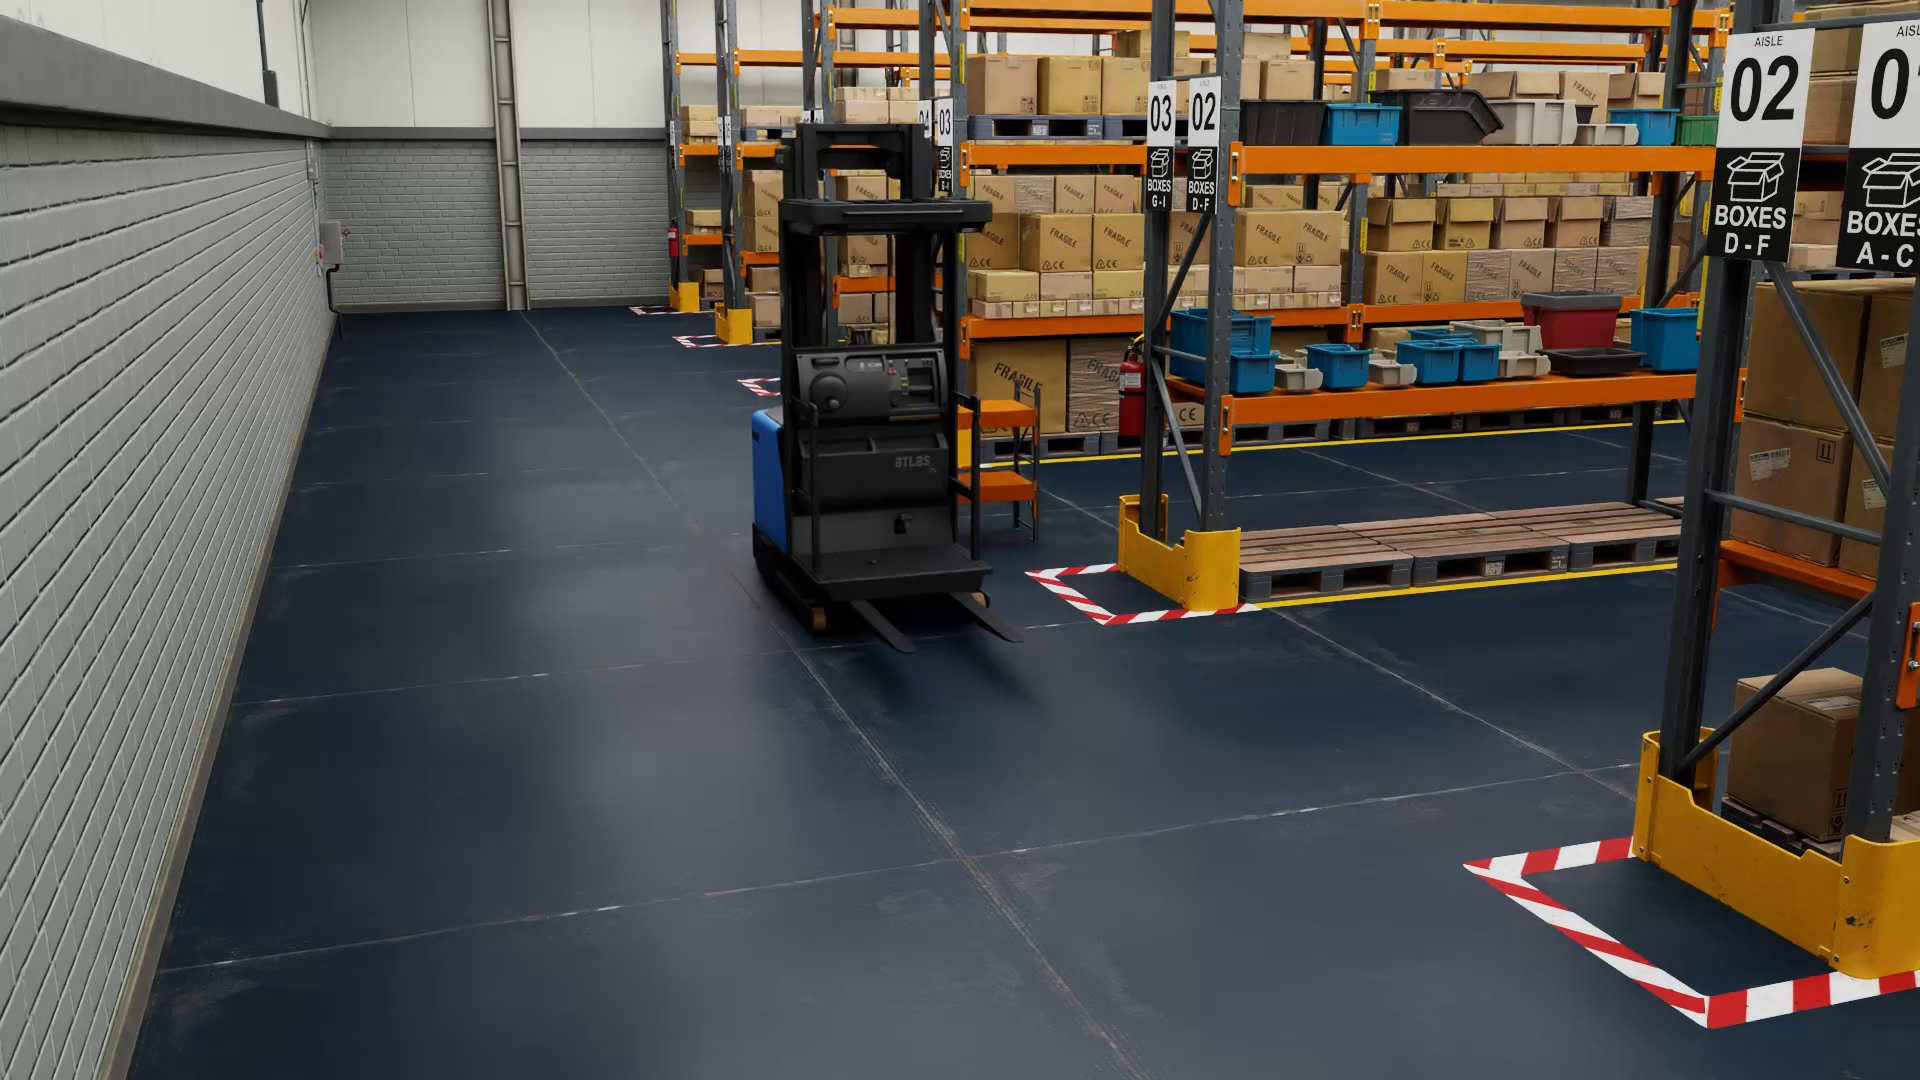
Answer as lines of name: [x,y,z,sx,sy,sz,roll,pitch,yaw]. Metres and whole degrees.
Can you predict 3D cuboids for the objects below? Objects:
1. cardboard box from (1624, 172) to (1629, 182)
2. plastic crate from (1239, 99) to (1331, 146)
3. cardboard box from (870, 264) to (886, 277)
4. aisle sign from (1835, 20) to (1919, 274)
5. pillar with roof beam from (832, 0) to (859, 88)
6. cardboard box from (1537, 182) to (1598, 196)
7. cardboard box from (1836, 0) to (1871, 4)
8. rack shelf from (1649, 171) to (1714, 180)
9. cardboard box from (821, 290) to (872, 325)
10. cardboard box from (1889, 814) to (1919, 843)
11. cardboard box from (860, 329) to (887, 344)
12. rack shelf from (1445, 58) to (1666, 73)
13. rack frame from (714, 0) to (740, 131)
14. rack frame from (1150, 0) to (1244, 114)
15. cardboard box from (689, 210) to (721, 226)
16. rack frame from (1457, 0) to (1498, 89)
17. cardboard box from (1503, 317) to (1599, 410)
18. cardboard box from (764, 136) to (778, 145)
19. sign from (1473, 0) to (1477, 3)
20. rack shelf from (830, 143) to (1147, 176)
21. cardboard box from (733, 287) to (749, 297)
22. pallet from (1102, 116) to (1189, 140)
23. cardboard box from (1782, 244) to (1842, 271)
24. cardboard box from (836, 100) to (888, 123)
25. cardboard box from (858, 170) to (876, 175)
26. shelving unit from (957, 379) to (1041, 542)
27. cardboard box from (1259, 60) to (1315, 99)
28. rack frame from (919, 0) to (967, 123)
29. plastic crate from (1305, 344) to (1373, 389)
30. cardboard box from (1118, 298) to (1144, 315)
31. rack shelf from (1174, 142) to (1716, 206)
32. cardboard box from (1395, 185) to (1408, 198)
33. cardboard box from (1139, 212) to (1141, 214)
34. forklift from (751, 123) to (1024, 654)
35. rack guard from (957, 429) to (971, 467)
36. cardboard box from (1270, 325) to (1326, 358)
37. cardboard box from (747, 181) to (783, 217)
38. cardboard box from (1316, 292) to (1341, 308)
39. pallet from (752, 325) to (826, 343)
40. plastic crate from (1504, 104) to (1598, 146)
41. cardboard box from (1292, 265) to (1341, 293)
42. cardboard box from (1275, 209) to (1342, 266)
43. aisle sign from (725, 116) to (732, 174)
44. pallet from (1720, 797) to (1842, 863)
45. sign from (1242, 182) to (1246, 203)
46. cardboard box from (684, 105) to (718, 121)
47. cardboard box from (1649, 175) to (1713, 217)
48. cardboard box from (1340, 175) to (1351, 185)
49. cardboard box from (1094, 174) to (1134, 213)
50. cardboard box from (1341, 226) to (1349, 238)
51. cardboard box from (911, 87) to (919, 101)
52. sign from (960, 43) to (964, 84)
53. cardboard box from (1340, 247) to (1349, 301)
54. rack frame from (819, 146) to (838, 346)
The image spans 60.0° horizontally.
cardboard box: [11.433,-6.191,28.670,0.500,0.500,0.700,-5,14,-19]
plastic crate: [1.877,-2.520,10.053,0.590,0.269,0.497,-4,14,-18]
cardboard box: [-1.003,-3.196,19.639,0.250,0.149,0.380,-4,14,-16]
aisle sign: [3.029,-1.265,5.362,0.004,0.787,0.394,-4,14,-18]
pillar with roof beam: [-0.687,-7.921,25.995,0.400,9.000,9.100,-4,14,-18]
cardboard box: [8.296,-4.645,22.813,0.500,0.500,0.700,-4,14,-18]
cardboard box: [3.482,-2.106,5.654,0.500,0.500,0.700,-4,14,-18]
rack shelf: [9.322,-4.090,17.929,4.000,0.370,1.077,-4,14,-18]
cardboard box: [-1.858,-3.514,25.064,0.875,0.438,0.875,-4,14,-17]
cardboard box: [3.506,1.148,6.046,0.250,0.149,0.380,-4,14,-18]
cardboard box: [-1.037,-2.409,19.756,0.250,0.149,0.380,-5,14,-21]
rack shelf: [9.952,-8.017,27.961,4.000,0.370,1.077,-4,14,-18]
rack frame: [-3.317,-7.335,23.533,0.127,3.000,1.000,-4,14,-18]
rack frame: [1.424,-4.075,9.829,0.127,3.000,1.000,-4,14,-18]
cardboard box: [-4.387,-5.551,28.678,0.500,0.250,0.500,-4,14,-18]
rack frame: [10.261,-9.604,33.073,0.127,3.000,1.000,-4,14,-18]
cardboard box: [5.918,-1.893,17.305,0.875,0.875,1.225,-4,14,-18]
cardboard box: [-3.309,-6.903,28.743,0.250,0.149,0.380,-5,14,-19]
sign: [8.239,-8.631,26.620,0.005,0.325,0.100,-4,14,-18]
rack shelf: [0.253,-4.595,20.051,4.000,0.370,1.077,-4,14,-18]
cardboard box: [-3.878,-4.369,29.282,0.250,0.149,0.380,-5,14,-20]
pallet: [1.702,-3.807,15.375,1.213,0.211,1.003,-4,14,-18]
cardboard box: [9.088,-3.038,17.849,0.500,0.250,0.500,-5,14,-20]
cardboard box: [-1.134,-4.944,19.206,0.500,0.250,0.500,-4,14,-17]
cardboard box: [-1.409,-5.338,24.322,0.250,0.149,0.380,-5,14,-19]
shelving unit: [0.000,-0.553,12.036,1.048,1.125,0.538,-4,14,-16]
cardboard box: [2.912,-4.228,15.614,0.500,0.500,0.700,-5,14,-21]
rack frame: [-0.156,-5.161,14.395,0.127,3.000,1.000,-4,14,-18]
plastic crate: [2.386,-1.099,10.513,0.300,0.233,0.416,-4,14,-18]
cardboard box: [1.503,-2.170,15.326,0.250,0.149,0.380,-5,14,-19]
rack shelf: [3.319,-2.413,10.879,4.000,0.370,1.077,-4,14,-18]
cardboard box: [7.222,-5.578,27.346,0.500,0.500,0.500,-4,14,-18]
cardboard box: [2.924,-5.005,25.944,0.500,0.250,0.500,-5,14,-20]
forklift: [-0.462,-0.975,9.909,1.130,2.935,3.031,-4,14,-18]
rack guard: [-0.179,-1.025,15.371,0.348,0.500,1.175,-4,14,-18]
cardboard box: [2.984,-1.677,16.397,0.875,0.875,0.875,-4,14,-18]
cardboard box: [-2.771,-4.924,23.986,0.500,0.500,0.500,-5,14,-19]
cardboard box: [3.450,-2.321,15.963,0.250,0.149,0.380,-4,14,-18]
pallet: [-2.584,-3.136,24.870,1.213,0.211,1.003,-4,14,-18]
plastic crate: [3.950,-2.816,11.299,0.590,0.269,0.497,-4,14,-18]
cardboard box: [3.300,-2.520,15.935,0.500,0.250,0.500,-5,14,-19]
cardboard box: [3.285,-2.882,15.838,0.500,0.500,0.500,-4,14,-16]
aisle sign: [-3.293,-5.612,23.637,0.004,0.787,0.394,-4,14,-18]
pallet: [3.827,1.222,6.549,1.213,0.211,1.003,-4,14,-18]
sign: [4.446,-5.449,26.065,0.005,0.325,0.100,-4,14,-18]
cardboard box: [-4.403,-7.257,28.287,0.500,0.250,0.500,-5,14,-19]
cardboard box: [10.092,-4.842,23.358,0.550,0.550,0.875,-4,14,-18]
cardboard box: [6.501,-5.955,27.529,0.250,0.149,0.380,-4,14,-15]
cardboard box: [1.790,-4.219,20.379,0.500,0.500,0.500,-5,14,-20]
cardboard box: [4.879,-3.961,21.304,0.250,0.149,0.380,-4,14,-18]
cardboard box: [-0.504,-5.172,19.305,0.250,0.149,0.380,-4,14,-17]
sign: [0.015,-4.044,14.119,0.005,0.325,0.100,-4,14,-18]
cardboard box: [3.991,-2.681,16.716,0.500,0.500,0.500,-4,14,-18]
rack frame: [-1.642,-3.338,19.694,0.127,3.000,1.000,-4,14,-18]
